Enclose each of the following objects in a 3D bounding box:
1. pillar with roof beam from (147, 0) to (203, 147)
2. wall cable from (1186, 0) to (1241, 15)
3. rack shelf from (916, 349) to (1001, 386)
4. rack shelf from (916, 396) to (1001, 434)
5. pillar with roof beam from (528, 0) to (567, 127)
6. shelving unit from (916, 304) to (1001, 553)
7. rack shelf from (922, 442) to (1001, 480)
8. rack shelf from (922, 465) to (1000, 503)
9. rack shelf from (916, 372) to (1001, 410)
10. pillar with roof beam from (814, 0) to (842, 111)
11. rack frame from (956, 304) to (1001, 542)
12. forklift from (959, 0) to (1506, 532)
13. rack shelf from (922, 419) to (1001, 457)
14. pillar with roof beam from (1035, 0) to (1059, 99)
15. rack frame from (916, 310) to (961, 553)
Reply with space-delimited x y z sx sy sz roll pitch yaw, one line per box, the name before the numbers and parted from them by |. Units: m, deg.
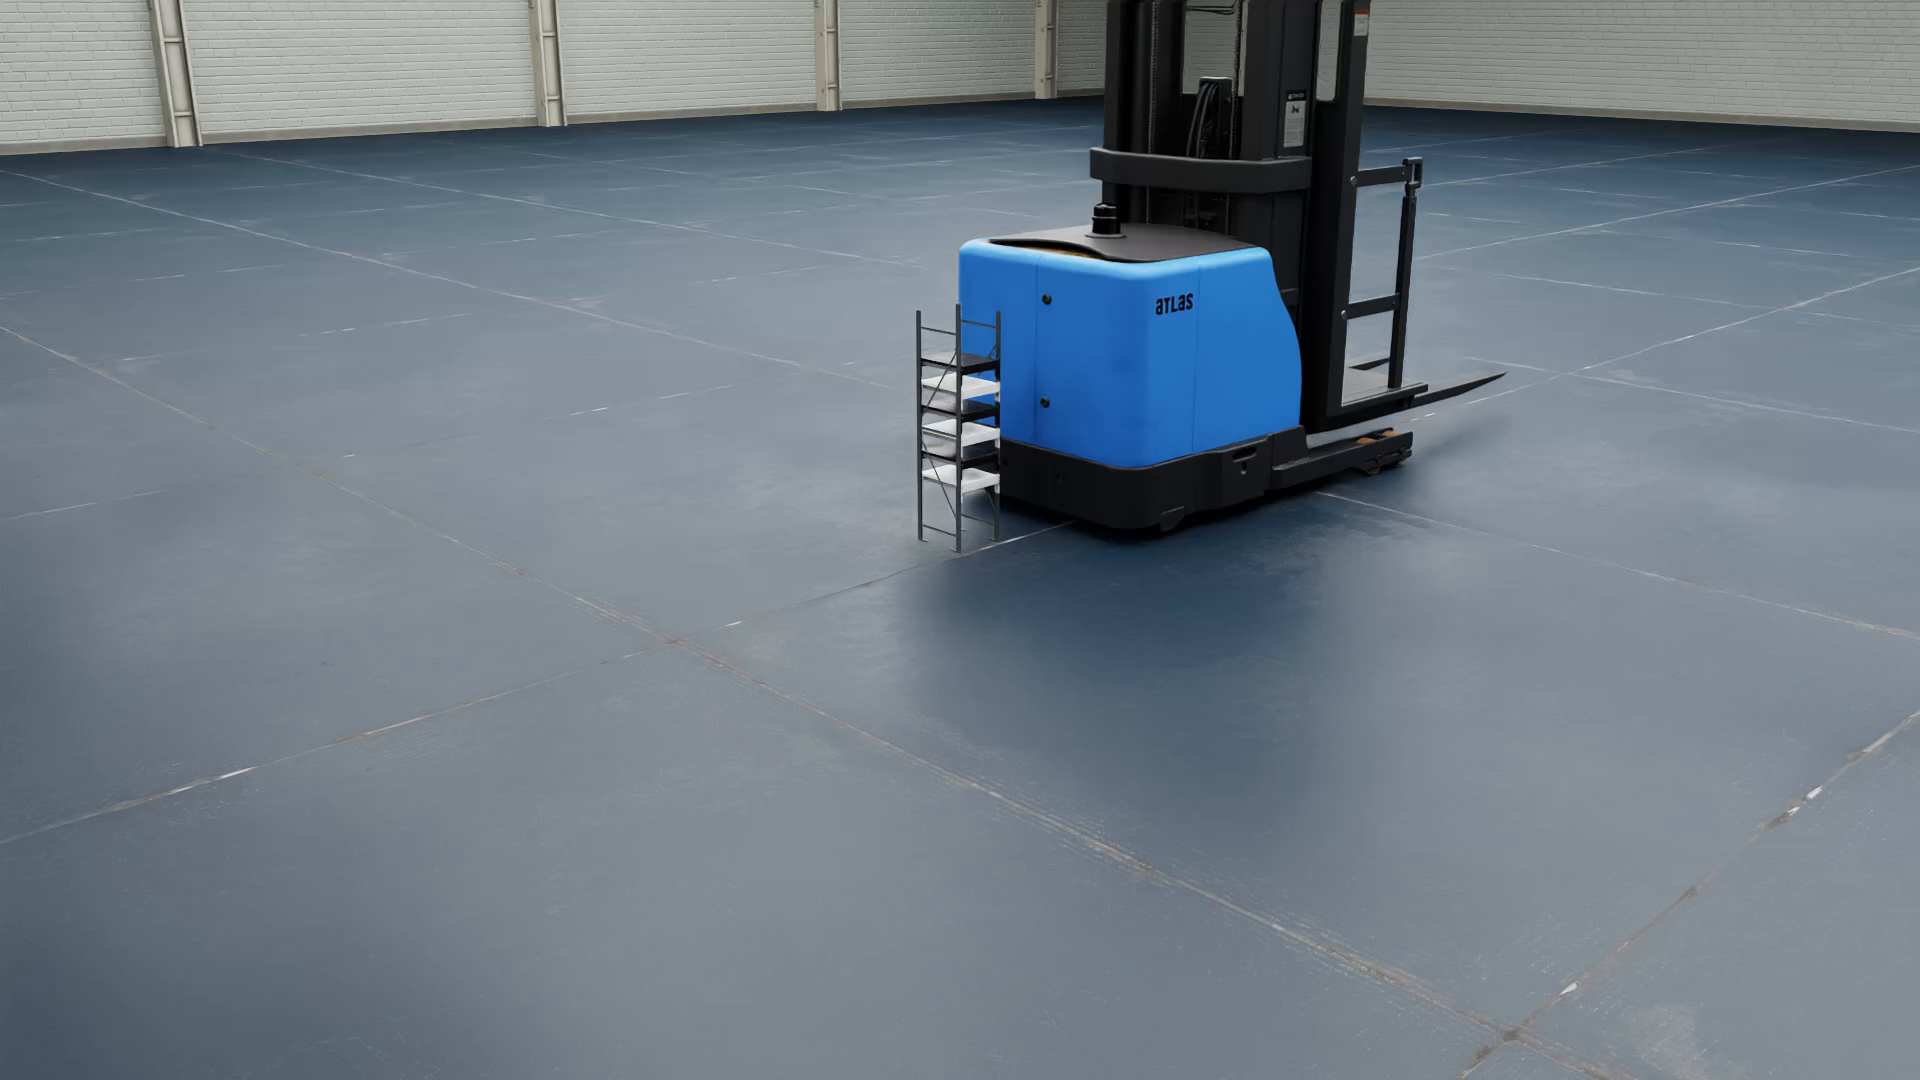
pillar with roof beam | -8.272 -9.028 19.739 0.400 9.000 9.100 -16 24 -41
wall cable | 4.898 -12.658 35.969 0.112 2.526 3.097 -16 24 -41
rack shelf | -0.006 -0.651 6.268 0.200 0.077 0.258 -16 24 -41
rack shelf | -0.006 -0.480 6.323 0.200 0.077 0.258 -16 24 -41
pillar with roof beam | -3.912 -10.300 23.661 0.400 9.000 9.100 -16 24 -41
shelving unit | -0.006 -0.426 6.341 0.210 0.900 0.258 -16 24 -41
rack shelf | -0.006 -0.309 6.379 0.200 0.077 0.258 -16 24 -41
rack shelf | -0.006 -0.223 6.406 0.200 0.077 0.258 -16 24 -41
rack shelf | -0.006 -0.566 6.295 0.200 0.077 0.258 -16 24 -41
pillar with roof beam | 0.447 -11.571 27.582 0.400 9.000 9.100 -16 24 -41
rack frame | 0.068 -0.448 6.407 0.006 0.900 0.240 -16 24 -41
forklift | 1.406 -1.787 7.244 3.031 2.935 1.130 -16 24 -40
rack shelf | -0.006 -0.395 6.351 0.200 0.077 0.258 -16 24 -41
pillar with roof beam | 4.807 -12.842 31.503 0.400 9.000 9.100 -16 24 -41
rack frame | -0.080 -0.405 6.274 0.006 0.900 0.240 -16 24 -41
